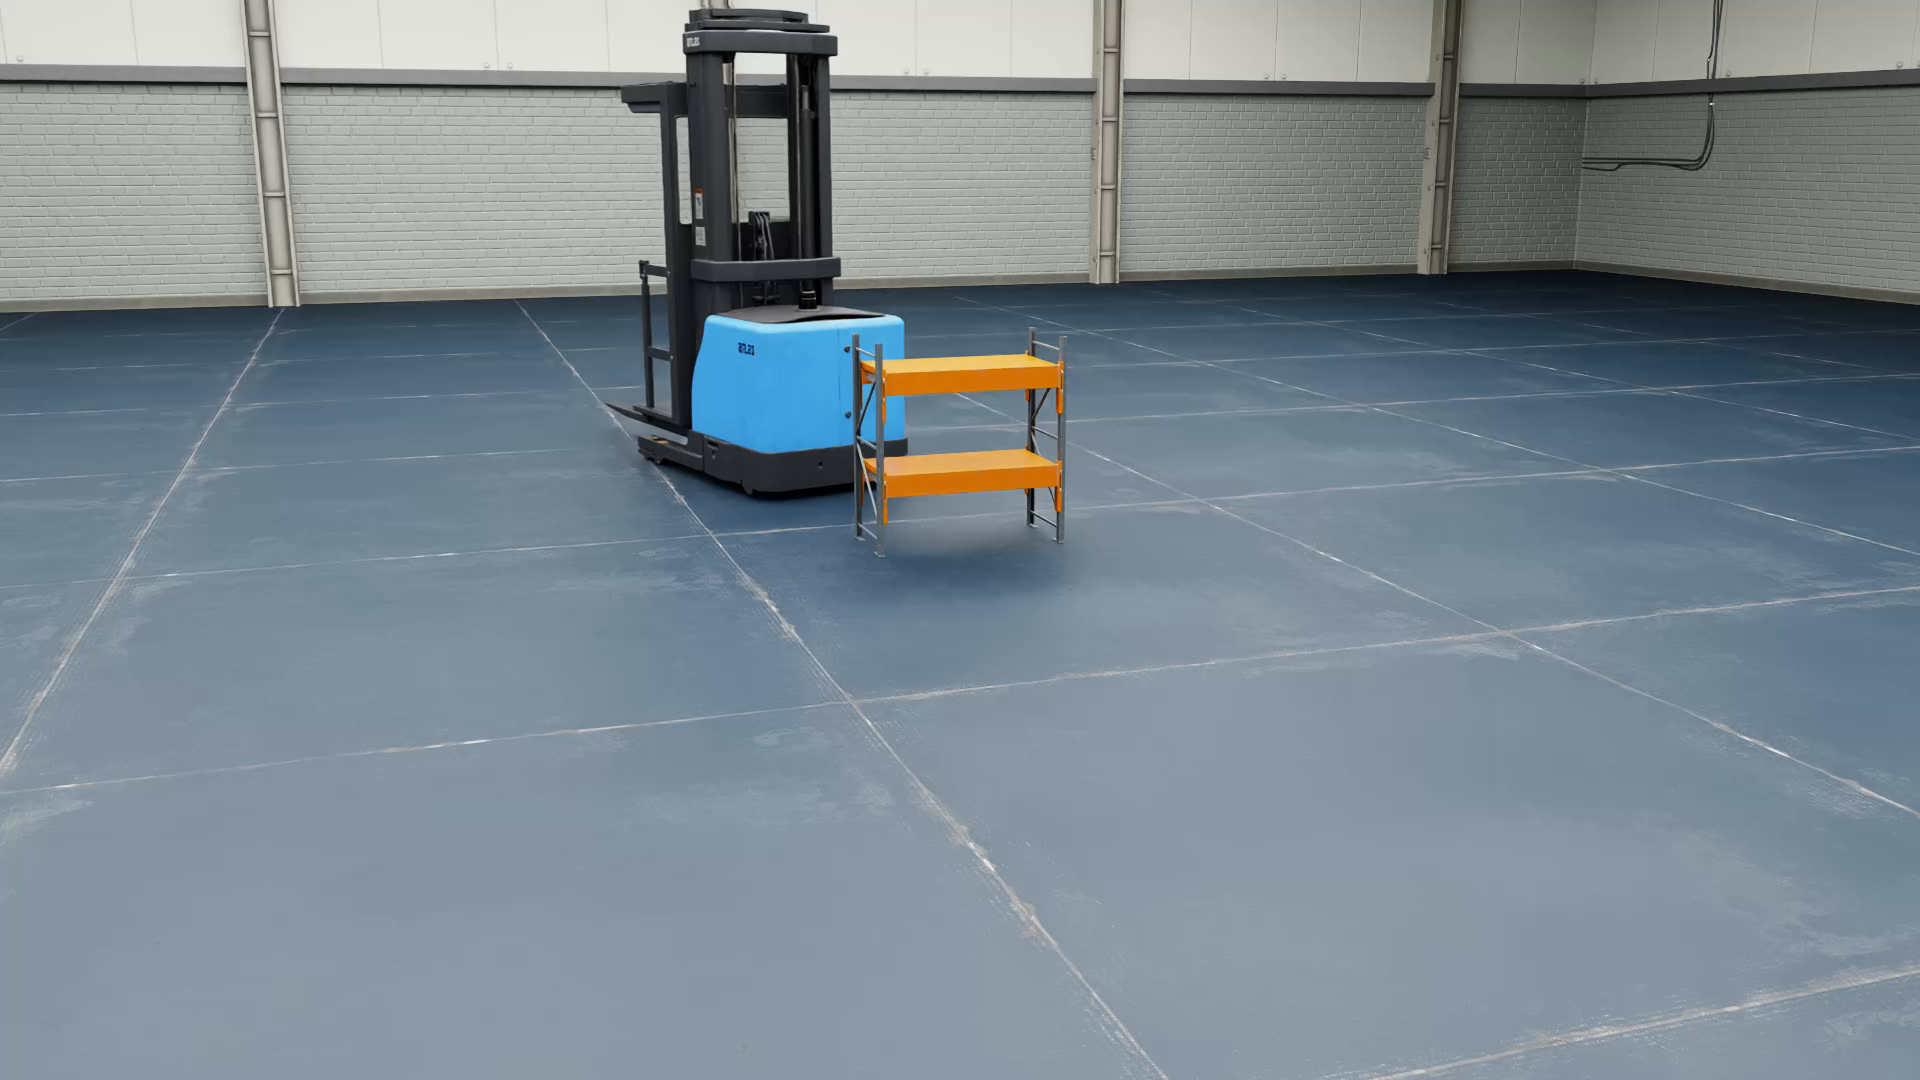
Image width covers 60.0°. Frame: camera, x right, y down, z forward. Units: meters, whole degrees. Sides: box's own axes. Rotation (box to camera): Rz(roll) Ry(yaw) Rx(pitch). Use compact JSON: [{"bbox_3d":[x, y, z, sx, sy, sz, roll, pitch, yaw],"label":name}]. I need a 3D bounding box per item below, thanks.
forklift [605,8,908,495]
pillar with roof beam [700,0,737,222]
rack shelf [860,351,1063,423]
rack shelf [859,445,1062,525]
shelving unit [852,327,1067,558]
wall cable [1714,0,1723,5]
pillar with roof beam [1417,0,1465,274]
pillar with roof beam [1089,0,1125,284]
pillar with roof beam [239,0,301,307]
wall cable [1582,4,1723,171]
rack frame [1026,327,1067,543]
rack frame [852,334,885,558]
[{"bbox_3d":[-1.562,-1.993,11.187,1.130,2.935,3.031,-9,16,-32],"label":"forklift"},{"bbox_3d":[-2.051,-7.041,19.297,0.400,9.000,9.100,-4,14,-18],"label":"pillar with roof beam"},{"bbox_3d":[-0.006,-0.831,8.943,1.000,0.278,0.538,-4,14,-18],"label":"rack shelf"},{"bbox_3d":[-0.006,-0.309,9.067,1.000,0.278,0.538,-4,14,-18],"label":"rack shelf"},{"bbox_3d":[-0.006,-0.547,9.011,1.048,1.125,0.538,-4,14,-18],"label":"shelving unit"},{"bbox_3d":[12.026,-9.151,23.965,0.112,2.526,3.097,-4,14,-18],"label":"wall cable"},{"bbox_3d":[9.323,-7.926,23.020,0.400,9.000,9.100,-4,14,-18],"label":"pillar with roof beam"},{"bbox_3d":[3.636,-7.484,21.158,0.400,9.000,9.100,-4,14,-18],"label":"pillar with roof beam"},{"bbox_3d":[-7.737,-6.598,17.435,0.400,9.000,9.100,-4,14,-18],"label":"pillar with roof beam"},{"bbox_3d":[11.163,-7.287,27.044,0.112,2.526,3.097,-4,14,-18],"label":"wall cable"},{"bbox_3d":[0.475,-0.584,9.168,0.032,1.125,0.500,-4,14,-18],"label":"rack frame"},{"bbox_3d":[-0.488,-0.509,8.853,0.032,1.125,0.500,-4,14,-18],"label":"rack frame"}]
